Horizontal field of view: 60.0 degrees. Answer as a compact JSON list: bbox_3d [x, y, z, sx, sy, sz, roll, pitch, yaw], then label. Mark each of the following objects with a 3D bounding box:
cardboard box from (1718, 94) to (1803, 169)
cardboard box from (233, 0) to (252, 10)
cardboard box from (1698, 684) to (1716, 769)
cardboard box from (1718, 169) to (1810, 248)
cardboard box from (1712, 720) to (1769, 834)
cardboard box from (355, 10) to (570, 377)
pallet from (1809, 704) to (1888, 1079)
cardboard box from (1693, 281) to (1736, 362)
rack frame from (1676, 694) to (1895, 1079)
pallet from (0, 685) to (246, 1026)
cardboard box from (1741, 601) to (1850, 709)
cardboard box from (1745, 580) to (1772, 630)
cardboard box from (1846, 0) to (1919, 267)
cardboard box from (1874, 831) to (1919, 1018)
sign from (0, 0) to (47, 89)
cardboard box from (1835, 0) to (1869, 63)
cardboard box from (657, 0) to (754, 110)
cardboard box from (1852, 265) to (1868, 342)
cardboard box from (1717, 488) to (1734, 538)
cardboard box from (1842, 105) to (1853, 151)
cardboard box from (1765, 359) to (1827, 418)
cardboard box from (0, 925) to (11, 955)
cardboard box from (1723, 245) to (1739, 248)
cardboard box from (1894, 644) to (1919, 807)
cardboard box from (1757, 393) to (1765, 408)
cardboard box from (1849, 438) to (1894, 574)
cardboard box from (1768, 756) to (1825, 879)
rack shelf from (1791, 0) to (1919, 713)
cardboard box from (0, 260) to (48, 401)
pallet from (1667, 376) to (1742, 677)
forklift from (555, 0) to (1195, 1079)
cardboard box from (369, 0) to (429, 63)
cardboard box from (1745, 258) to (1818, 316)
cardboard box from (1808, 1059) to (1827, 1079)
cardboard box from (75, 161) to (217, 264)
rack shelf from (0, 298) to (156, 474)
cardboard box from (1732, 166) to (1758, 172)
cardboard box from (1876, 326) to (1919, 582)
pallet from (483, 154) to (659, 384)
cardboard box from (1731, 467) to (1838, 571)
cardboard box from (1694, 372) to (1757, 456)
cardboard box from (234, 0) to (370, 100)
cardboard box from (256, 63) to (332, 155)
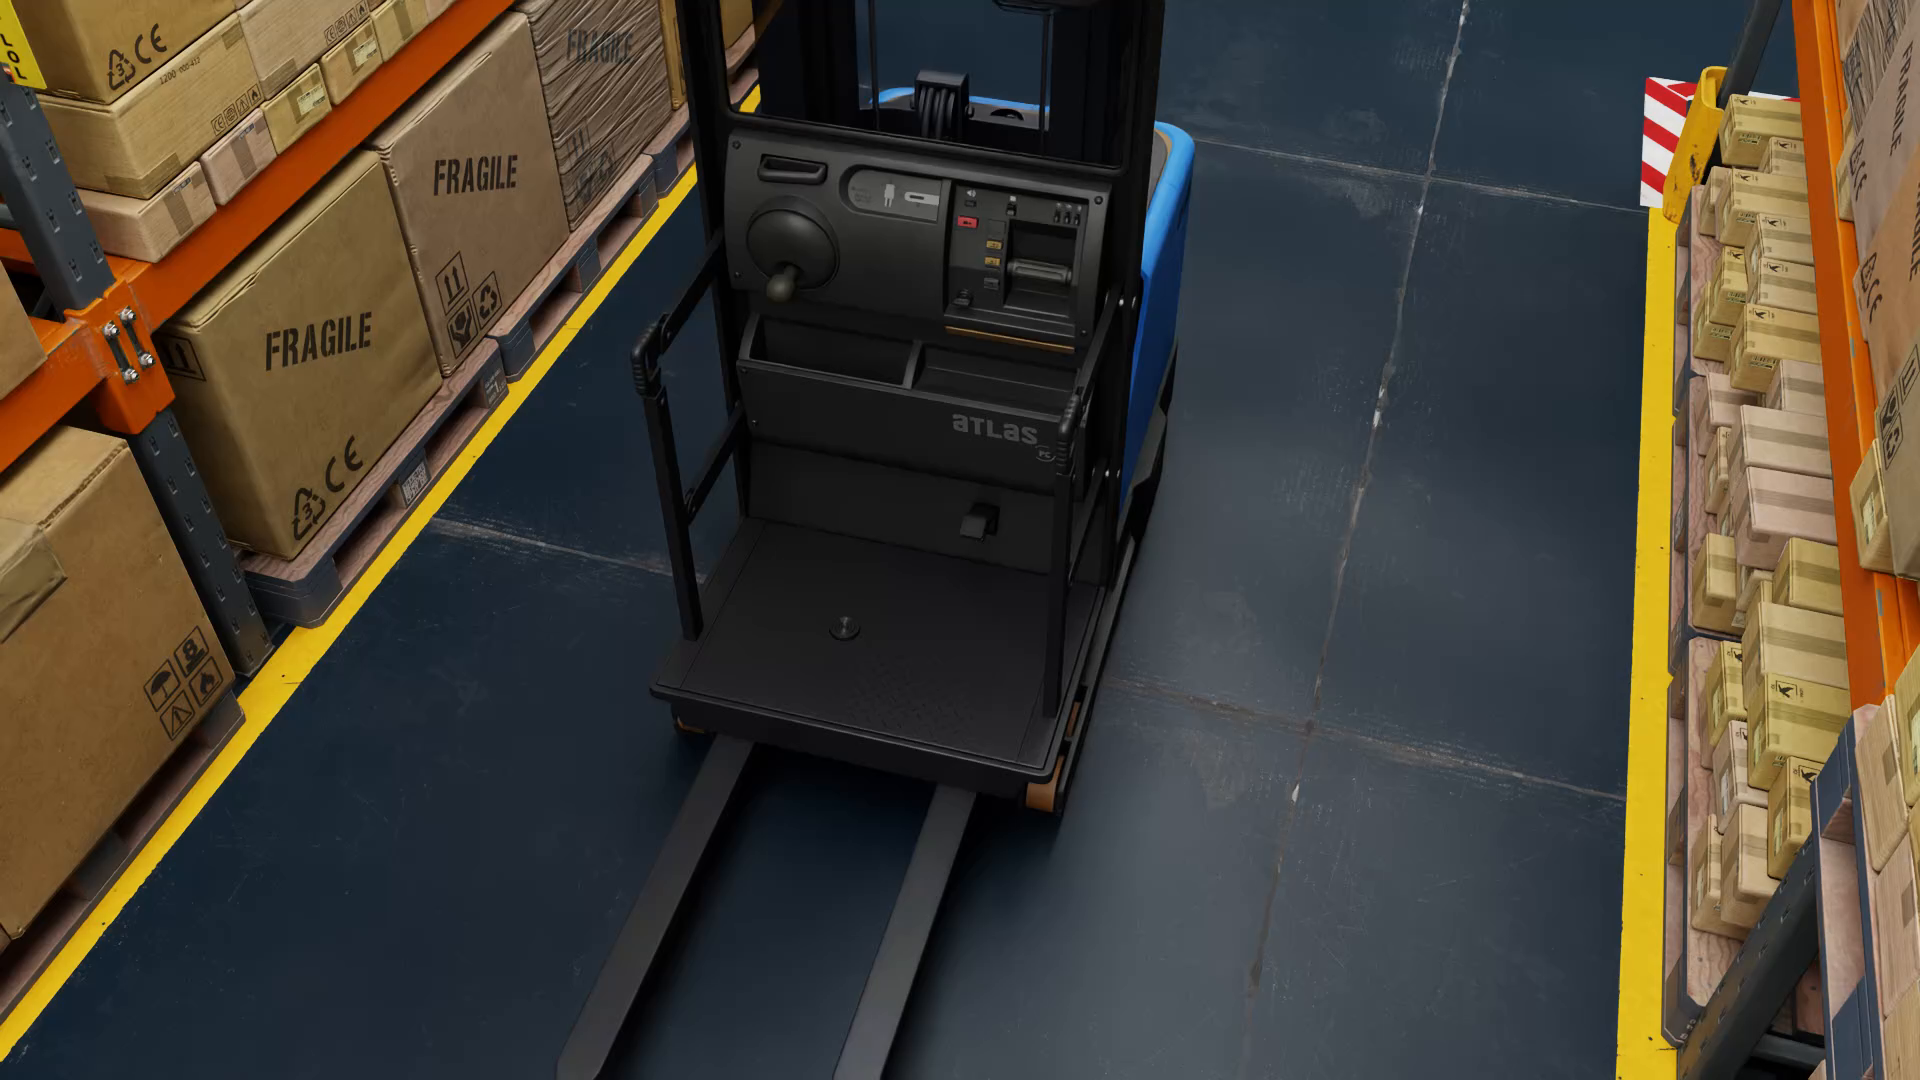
[{"bbox_3d":[2.907,-1.428,5.877,0.380,0.149,0.250,11,45,11],"label":"cardboard box"},{"bbox_3d":[-1.973,-1.725,4.227,0.500,0.500,0.500,13,46,13],"label":"cardboard box"},{"bbox_3d":[2.150,0.495,4.338,0.380,0.149,0.250,11,45,11],"label":"cardboard box"},{"bbox_3d":[2.740,-1.078,5.519,0.380,0.149,0.250,12,46,12],"label":"cardboard box"},{"bbox_3d":[2.041,0.607,4.010,0.380,0.149,0.250,11,45,11],"label":"cardboard box"},{"bbox_3d":[-1.969,-1.226,5.578,0.875,0.875,0.875,13,46,13],"label":"cardboard box"},{"bbox_3d":[1.808,0.852,2.372,1.003,0.211,1.213,13,46,13],"label":"pallet"},{"bbox_3d":[2.674,-0.705,5.564,0.380,0.149,0.250,13,46,13],"label":"cardboard box"},{"bbox_3d":[2.179,0.305,2.794,1.000,3.000,0.127,13,46,13],"label":"rack frame"},{"bbox_3d":[-2.680,0.714,4.369,1.003,0.211,1.213,13,46,13],"label":"pallet"},{"bbox_3d":[2.146,0.323,4.088,0.380,0.149,0.250,12,46,12],"label":"cardboard box"},{"bbox_3d":[2.275,0.279,4.346,0.380,0.149,0.250,13,46,13],"label":"cardboard box"},{"bbox_3d":[2.366,-0.896,3.737,0.500,0.500,0.500,12,46,12],"label":"cardboard box"},{"bbox_3d":[1.543,0.596,2.376,0.380,0.149,0.250,13,46,13],"label":"cardboard box"},{"bbox_3d":[-1.998,-1.090,3.448,0.100,0.325,0.005,13,46,13],"label":"sign"},{"bbox_3d":[2.693,-1.577,4.432,0.500,0.500,0.500,13,46,13],"label":"cardboard box"},{"bbox_3d":[-1.424,-2.426,6.804,0.875,0.875,0.875,13,46,13],"label":"cardboard box"},{"bbox_3d":[2.309,-0.559,3.857,0.380,0.149,0.250,11,45,11],"label":"cardboard box"},{"bbox_3d":[2.429,-0.009,4.853,0.380,0.149,0.250,13,46,13],"label":"cardboard box"},{"bbox_3d":[2.556,-1.074,4.383,0.380,0.149,0.250,14,46,14],"label":"cardboard box"},{"bbox_3d":[2.543,-0.358,4.784,0.380,0.149,0.250,13,46,13],"label":"cardboard box"},{"bbox_3d":[-2.962,0.823,3.483,1.225,0.875,0.875,11,45,11],"label":"cardboard box"},{"bbox_3d":[2.925,-1.019,5.885,0.380,0.149,0.250,12,46,12],"label":"cardboard box"},{"bbox_3d":[1.621,0.304,2.462,0.380,0.149,0.250,13,46,13],"label":"cardboard box"},{"bbox_3d":[2.646,-0.417,5.057,0.380,0.149,0.250,15,46,15],"label":"cardboard box"},{"bbox_3d":[2.016,-0.040,3.326,0.380,0.149,0.250,11,46,11],"label":"cardboard box"},{"bbox_3d":[2.038,0.669,3.734,0.380,0.149,0.250,14,46,14],"label":"cardboard box"},{"bbox_3d":[2.784,-0.771,4.408,1.077,0.370,4.000,13,46,13],"label":"rack shelf"},{"bbox_3d":[-2.399,-0.479,3.523,0.500,0.500,0.500,13,46,13],"label":"cardboard box"},{"bbox_3d":[2.716,0.031,5.068,1.003,0.211,1.213,13,46,13],"label":"pallet"},{"bbox_3d":[-0.170,-0.624,3.792,1.130,2.935,3.031,11,45,11],"label":"forklift"},{"bbox_3d":[-1.797,-1.547,4.866,0.380,0.149,0.250,12,46,12],"label":"cardboard box"},{"bbox_3d":[2.651,-0.712,5.146,0.380,0.149,0.250,14,46,14],"label":"cardboard box"},{"bbox_3d":[1.703,1.217,2.813,0.500,0.250,0.500,11,45,11],"label":"cardboard box"},{"bbox_3d":[-2.111,-0.850,4.153,0.380,0.149,0.250,13,46,13],"label":"cardboard box"},{"bbox_3d":[-3.124,0.777,2.825,1.077,0.370,4.000,13,46,13],"label":"rack shelf"},{"bbox_3d":[2.987,-1.304,5.963,0.380,0.149,0.250,14,46,14],"label":"cardboard box"},{"bbox_3d":[2.056,-0.219,3.045,0.500,0.500,0.500,13,46,13],"label":"cardboard box"},{"bbox_3d":[-1.845,-1.122,6.246,1.003,0.211,1.213,13,46,12],"label":"pallet"},{"bbox_3d":[2.293,-0.034,4.453,0.380,0.149,0.250,10,45,11],"label":"cardboard box"},{"bbox_3d":[2.530,-0.367,5.219,0.380,0.149,0.250,10,45,11],"label":"cardboard box"},{"bbox_3d":[-1.971,-1.454,4.485,0.500,0.250,0.500,12,46,12],"label":"cardboard box"},{"bbox_3d":[-1.953,-1.201,4.512,0.380,0.149,0.250,14,46,14],"label":"cardboard box"}]
